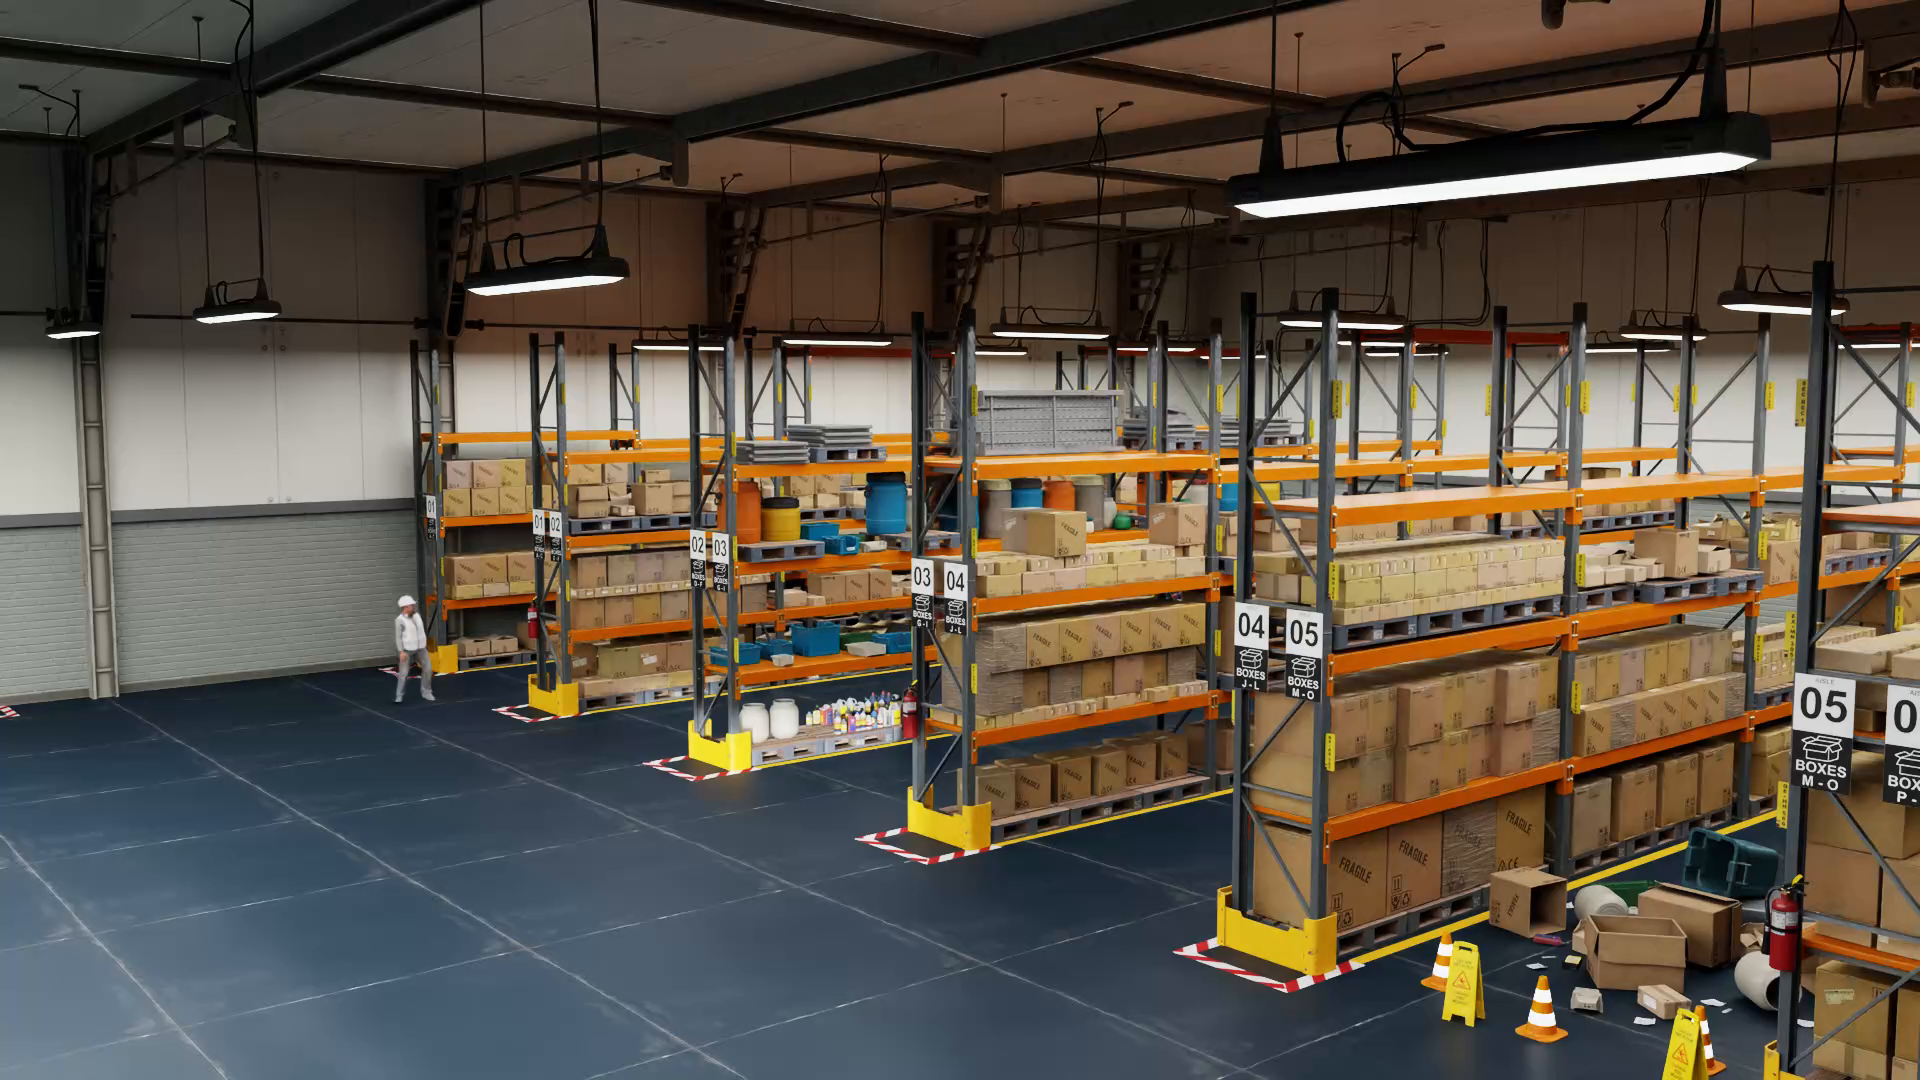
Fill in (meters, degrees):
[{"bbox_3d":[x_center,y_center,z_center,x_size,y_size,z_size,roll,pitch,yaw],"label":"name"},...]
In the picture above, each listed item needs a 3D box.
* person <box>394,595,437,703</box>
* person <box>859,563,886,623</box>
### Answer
[{"bbox_3d":[-8.957,1.791,27.219,0.493,1.798,0.675,4,7,40],"label":"person"},{"bbox_3d":[-1.719,1.270,32.918,1.003,1.742,0.784,-4,7,-39],"label":"person"}]
